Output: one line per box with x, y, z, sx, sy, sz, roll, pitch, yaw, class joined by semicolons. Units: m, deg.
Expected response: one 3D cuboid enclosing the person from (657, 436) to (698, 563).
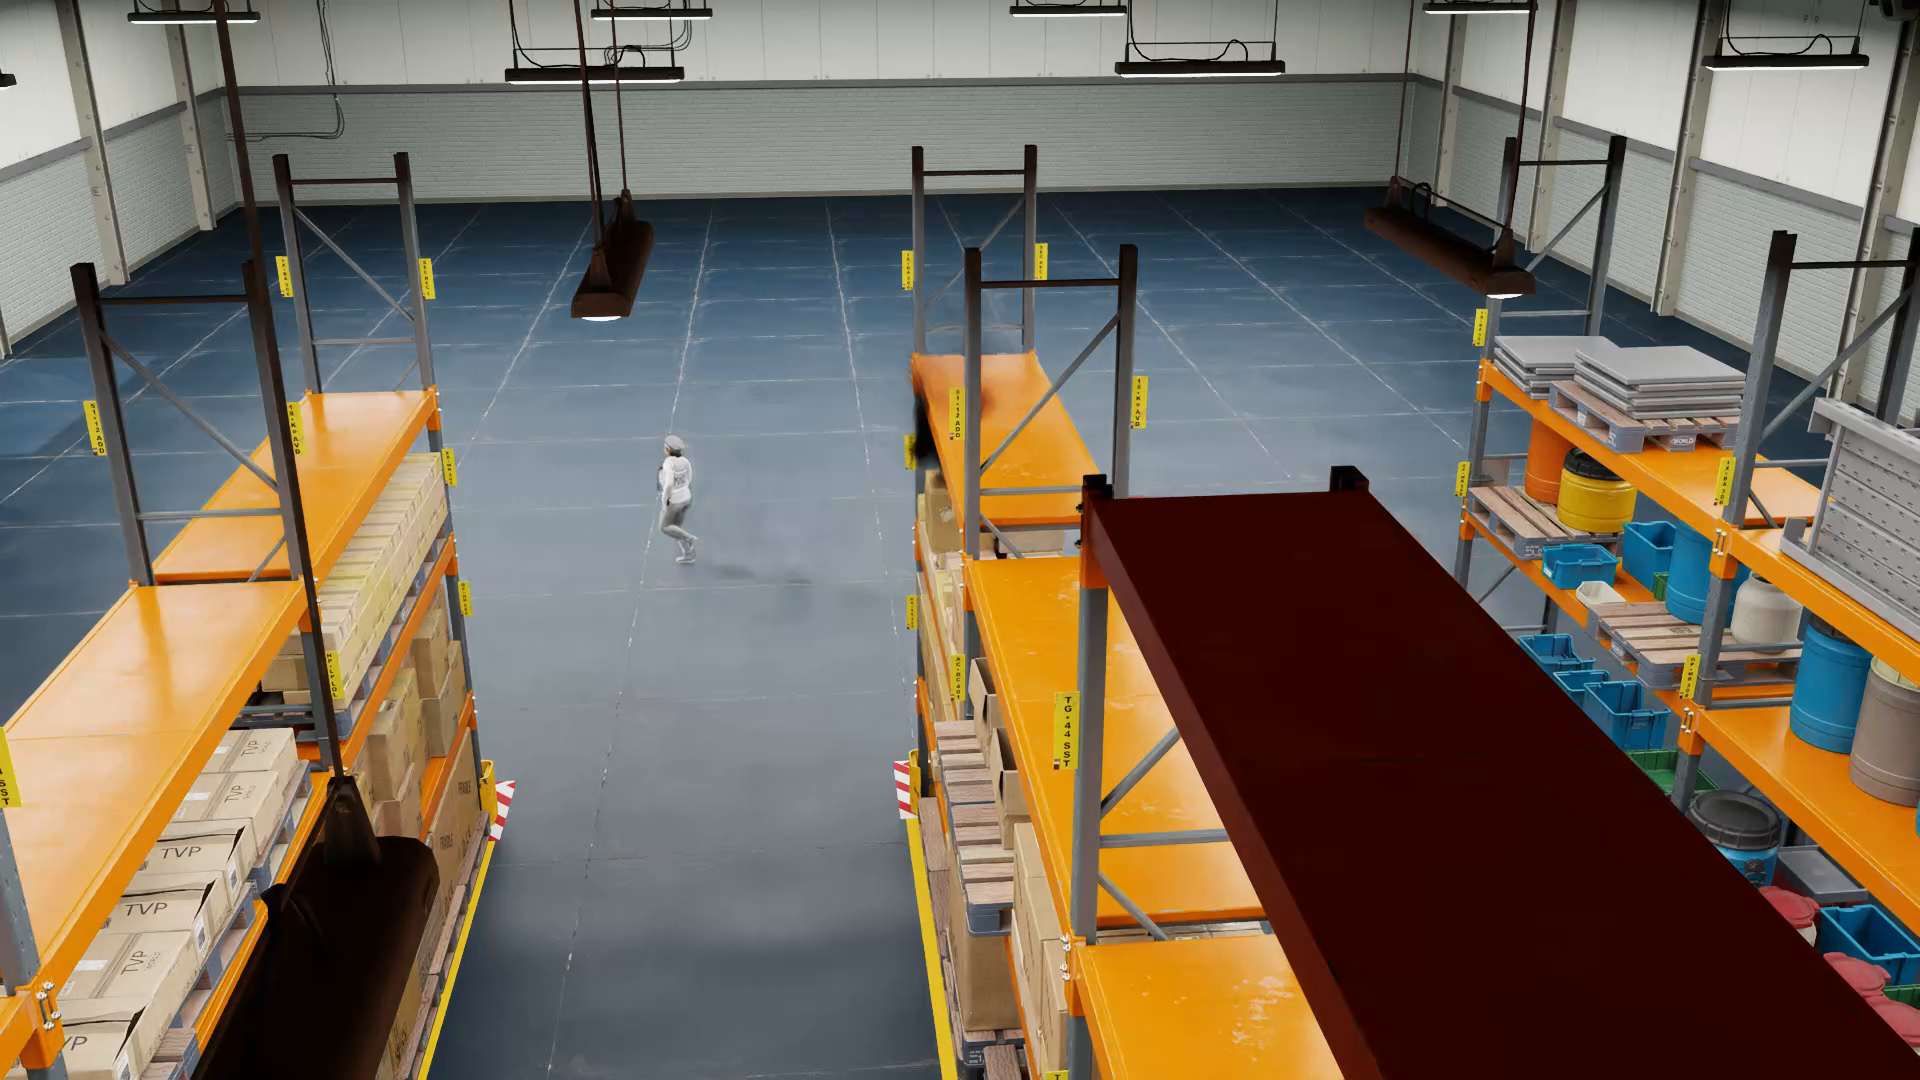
-3.523;-0.480;20.636;0.615;1.661;0.637;11;24;26;person
